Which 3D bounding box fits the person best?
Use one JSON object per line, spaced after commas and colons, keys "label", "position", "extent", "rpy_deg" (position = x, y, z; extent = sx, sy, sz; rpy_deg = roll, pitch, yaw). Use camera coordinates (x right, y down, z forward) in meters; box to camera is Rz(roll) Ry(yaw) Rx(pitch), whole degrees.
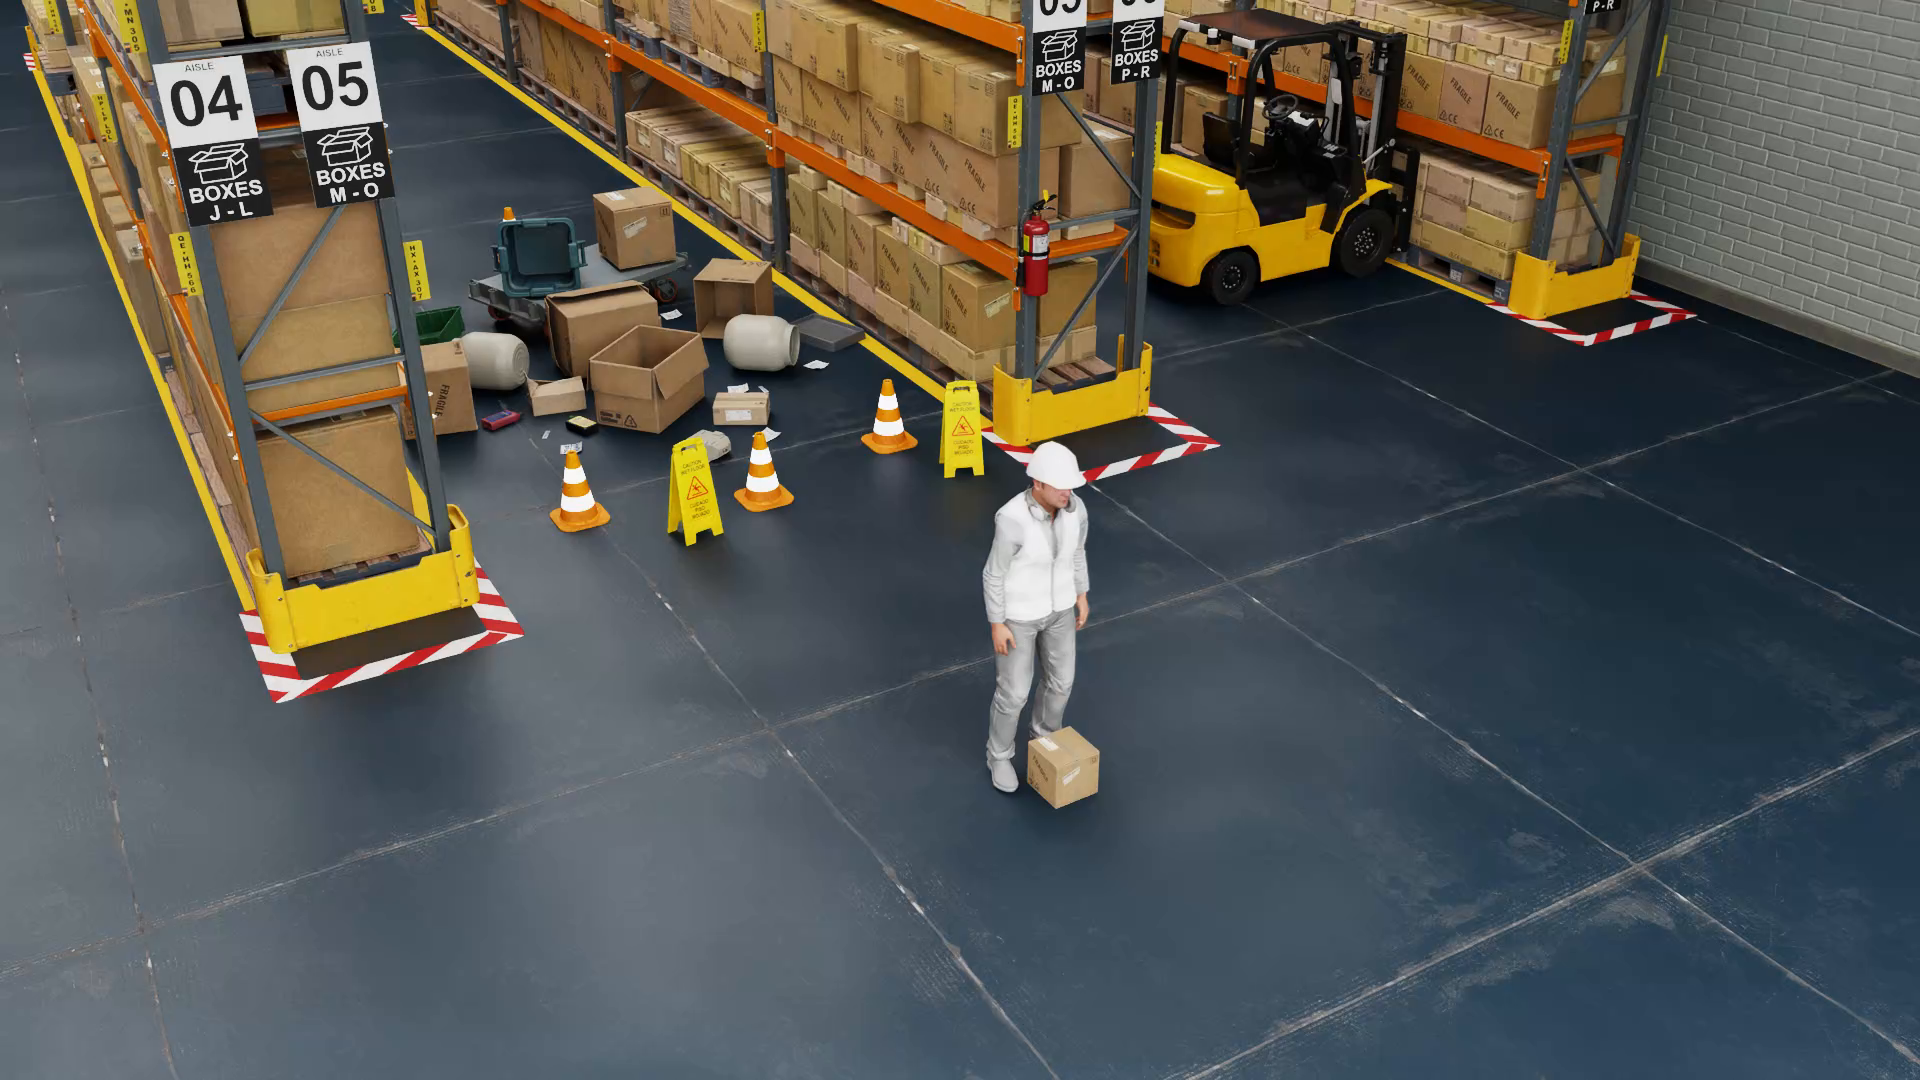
{"label": "person", "position": [0.371, 0.331, 7.934], "extent": [0.594, 1.772, 0.460], "rpy_deg": [-18, 33, -29]}
